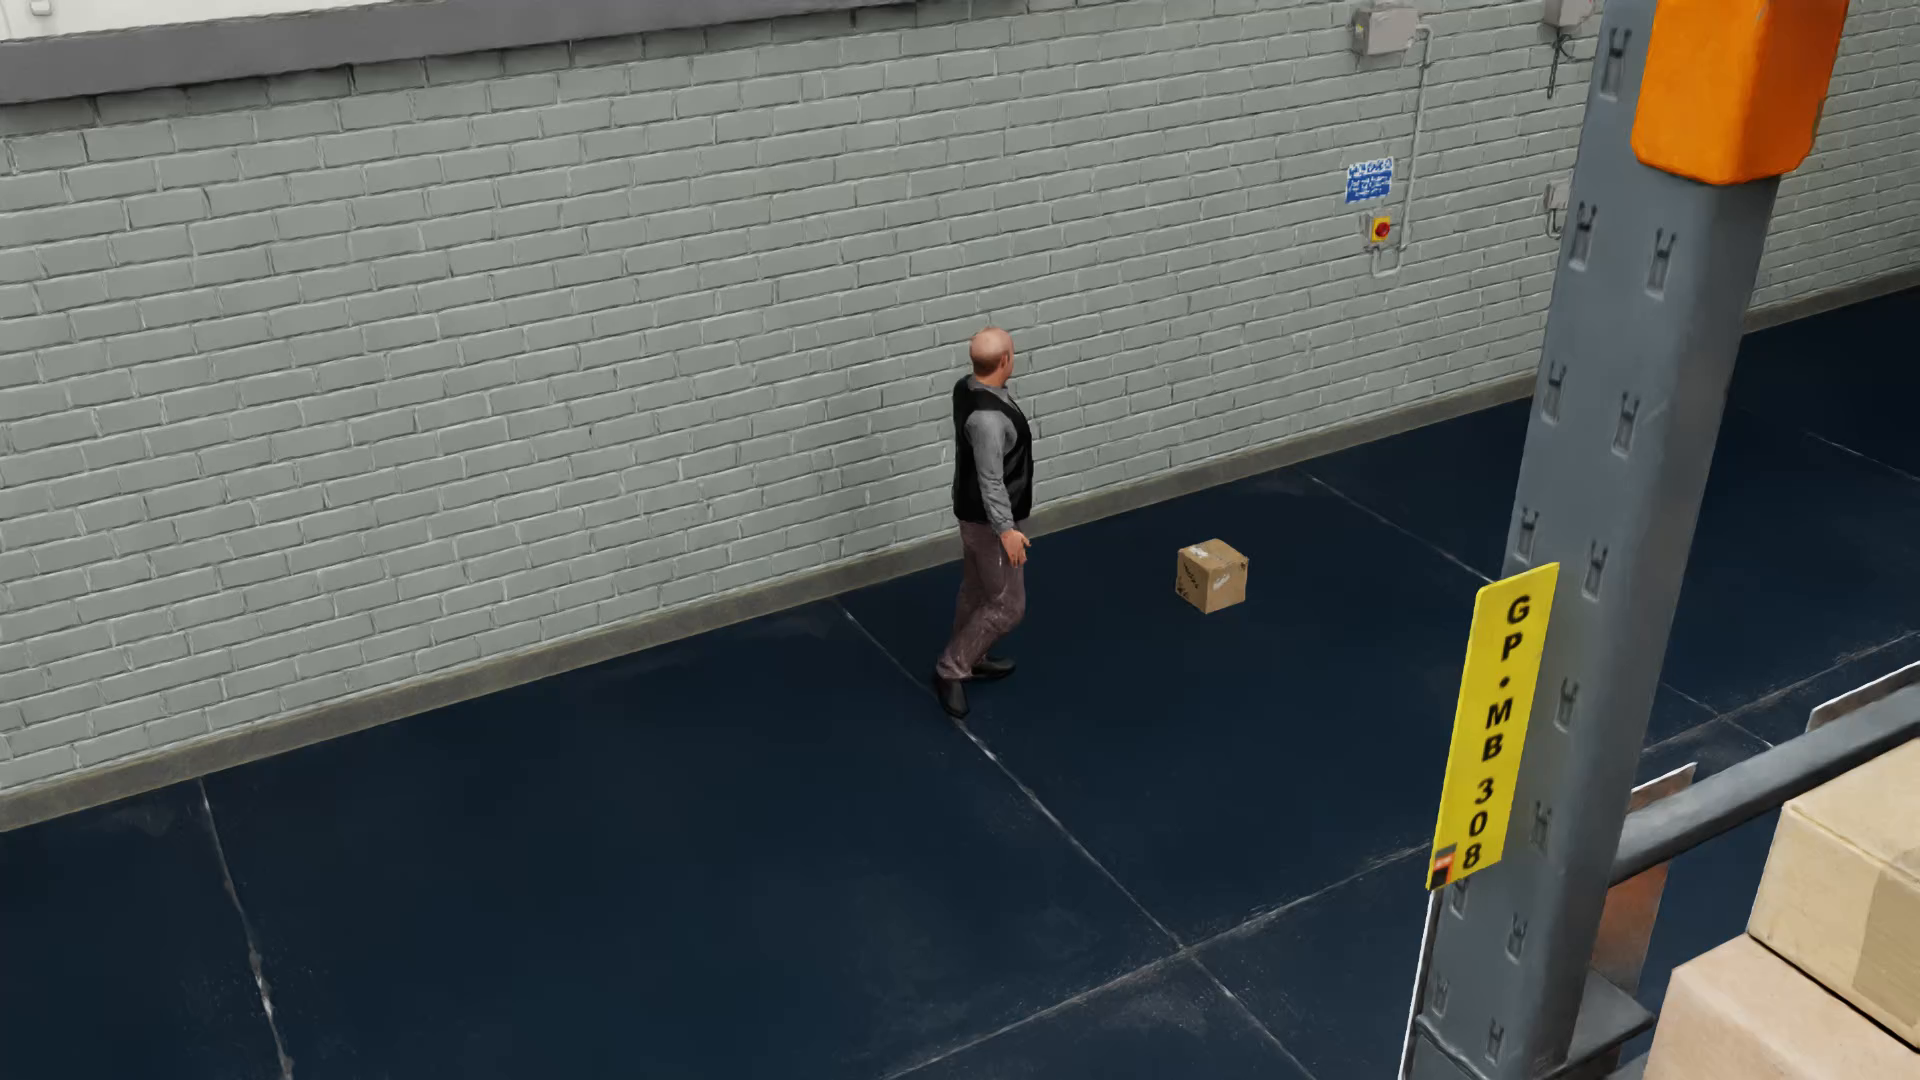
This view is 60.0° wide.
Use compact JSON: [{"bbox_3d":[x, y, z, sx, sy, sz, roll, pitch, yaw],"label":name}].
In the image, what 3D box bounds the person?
[{"bbox_3d":[0.093,-0.087,7.275,0.457,1.714,0.703,-1,29,-3],"label":"person"}]
